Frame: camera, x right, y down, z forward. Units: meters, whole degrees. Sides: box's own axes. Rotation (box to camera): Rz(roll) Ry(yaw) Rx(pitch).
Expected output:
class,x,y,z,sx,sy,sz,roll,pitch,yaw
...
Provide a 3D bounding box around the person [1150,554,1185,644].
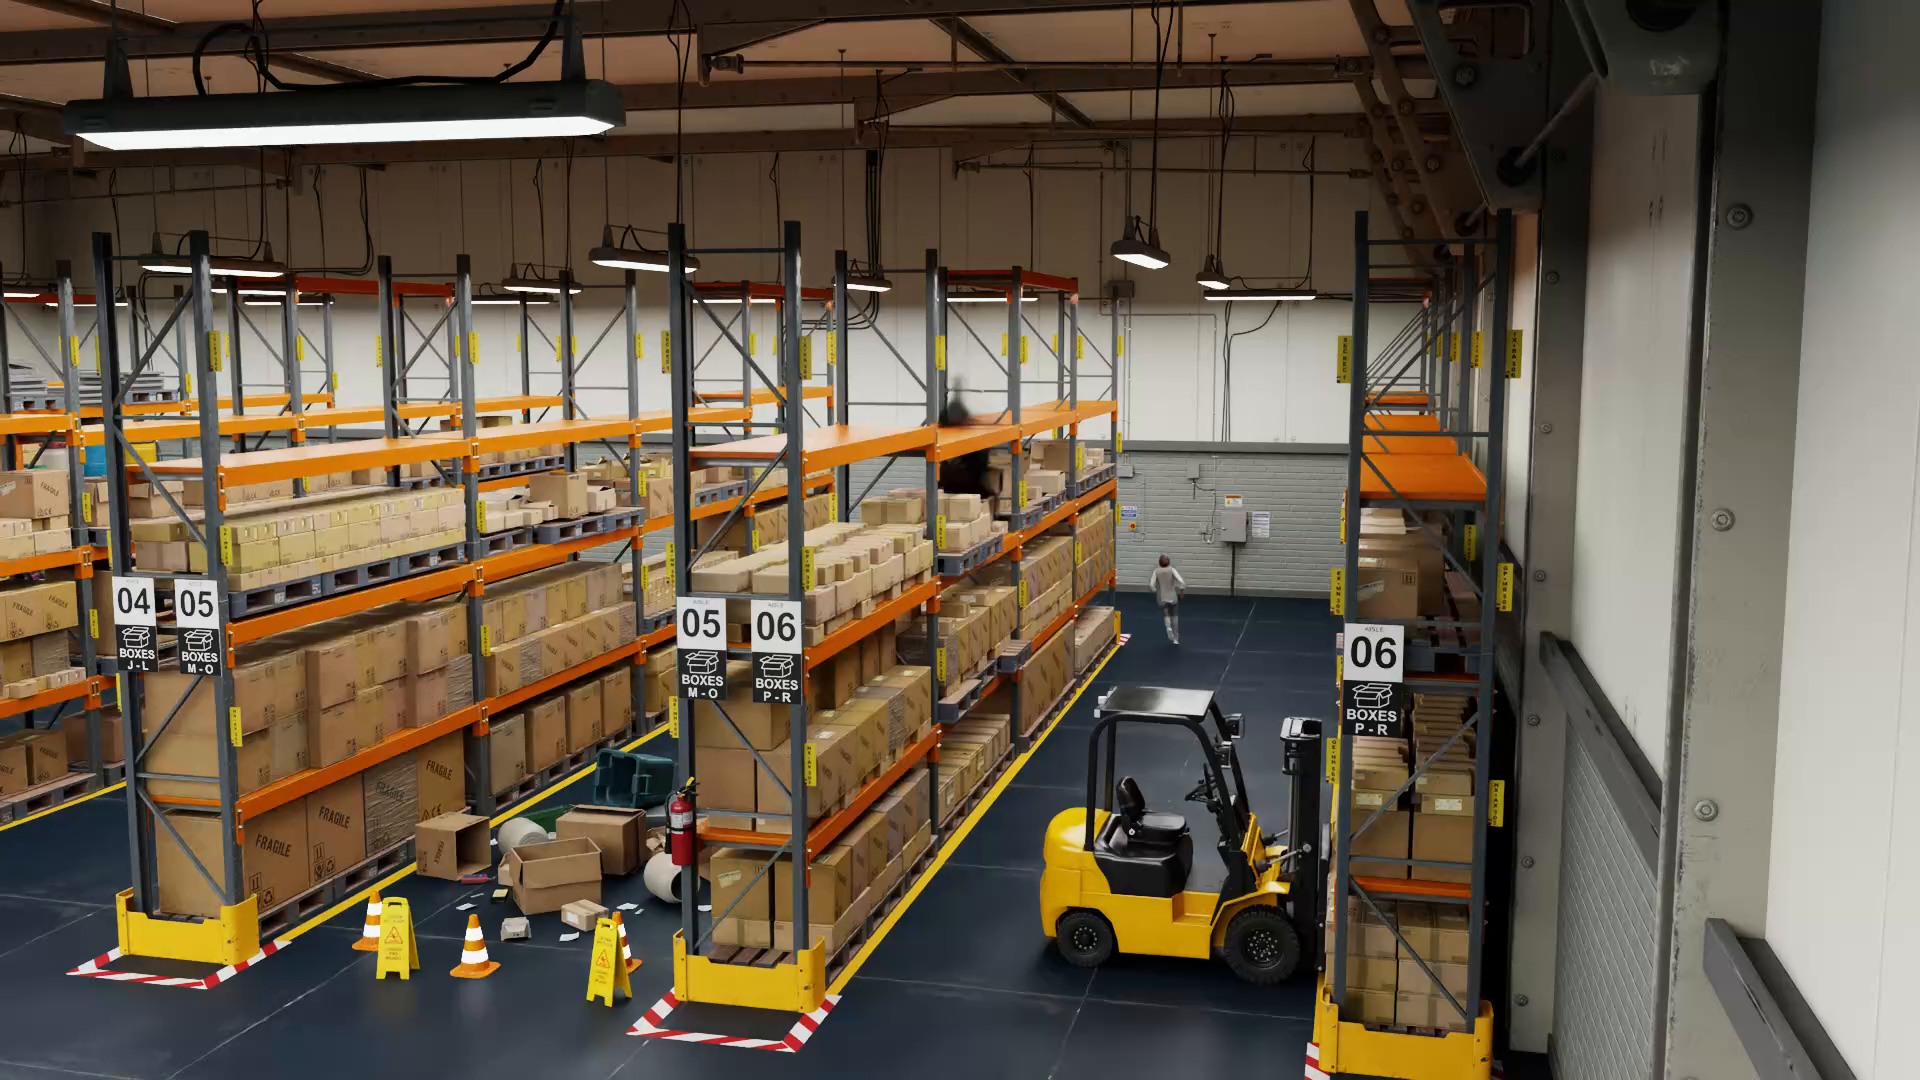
class,x,y,z,sx,sy,sz,roll,pitch,yaw
person,3.468,1.021,27.888,0.582,1.559,0.610,1,7,7
